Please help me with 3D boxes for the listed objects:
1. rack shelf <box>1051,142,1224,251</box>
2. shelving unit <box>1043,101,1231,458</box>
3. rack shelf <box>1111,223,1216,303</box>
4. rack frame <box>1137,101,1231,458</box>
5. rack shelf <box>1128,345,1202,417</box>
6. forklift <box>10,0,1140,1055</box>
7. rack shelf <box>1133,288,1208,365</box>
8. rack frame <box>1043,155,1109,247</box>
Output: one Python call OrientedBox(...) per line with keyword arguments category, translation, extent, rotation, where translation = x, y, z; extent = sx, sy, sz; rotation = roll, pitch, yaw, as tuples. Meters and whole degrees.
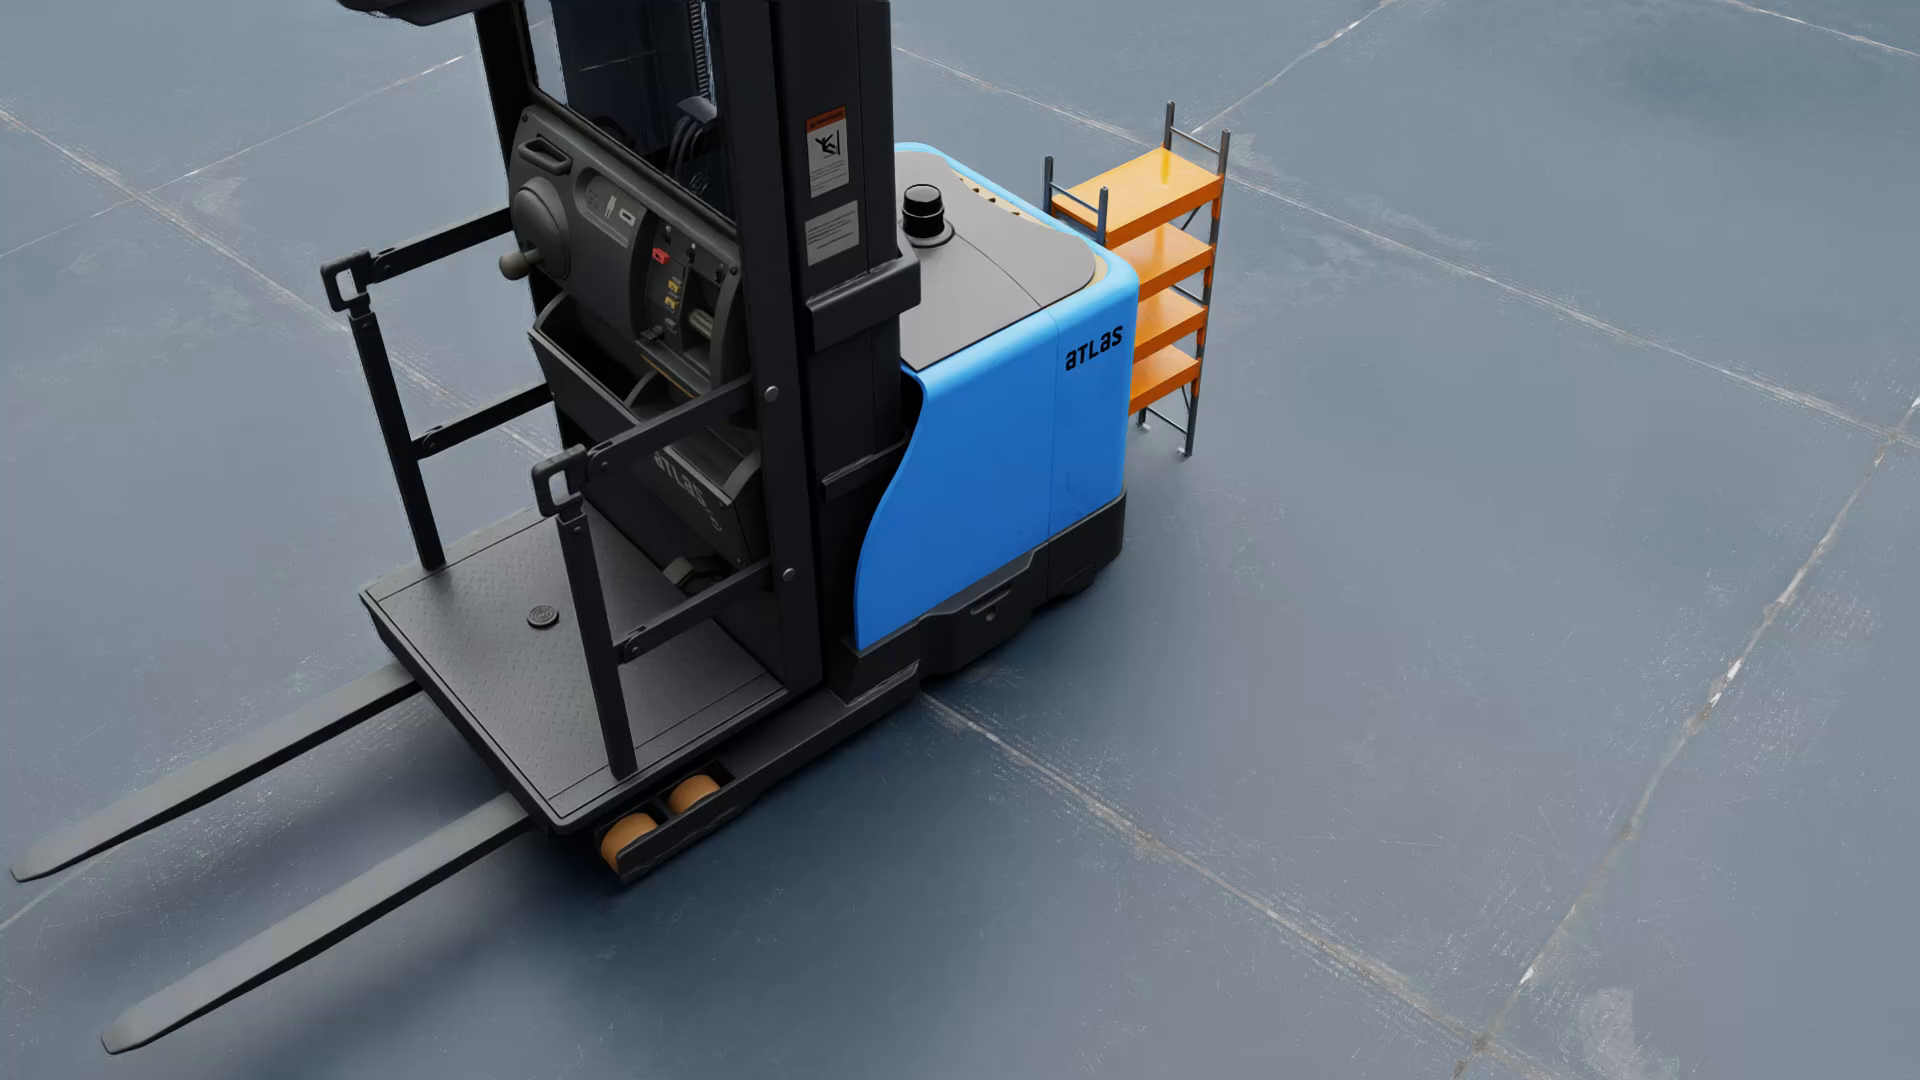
OrientedBox(category="rack shelf", translation=(0.506, -0.967, 4.838), extent=(0.480, 0.148, 0.258), rotation=(-30, 50, -29))
OrientedBox(category="shelving unit", translation=(0.506, -0.677, 5.102), extent=(0.503, 1.200, 0.258), rotation=(-30, 50, -29))
OrientedBox(category="rack shelf", translation=(0.506, -0.792, 4.997), extent=(0.480, 0.148, 0.258), rotation=(-30, 50, -29))
OrientedBox(category="rack frame", translation=(0.691, -0.784, 5.220), extent=(0.015, 1.200, 0.240), rotation=(-30, 50, -29))
OrientedBox(category="rack shelf", translation=(0.506, -0.480, 5.281), extent=(0.480, 0.148, 0.258), rotation=(-30, 50, -29))
OrientedBox(category="forklift", translation=(-0.946, -0.617, 3.750), extent=(3.031, 2.935, 1.130), rotation=(-30, 50, -29))
OrientedBox(category="rack shelf", translation=(0.506, -0.627, 5.147), extent=(0.480, 0.148, 0.258), rotation=(-30, 50, -29))
OrientedBox(category="rack frame", translation=(0.321, -0.570, 4.984), extent=(0.015, 1.200, 0.240), rotation=(-30, 50, -29))
